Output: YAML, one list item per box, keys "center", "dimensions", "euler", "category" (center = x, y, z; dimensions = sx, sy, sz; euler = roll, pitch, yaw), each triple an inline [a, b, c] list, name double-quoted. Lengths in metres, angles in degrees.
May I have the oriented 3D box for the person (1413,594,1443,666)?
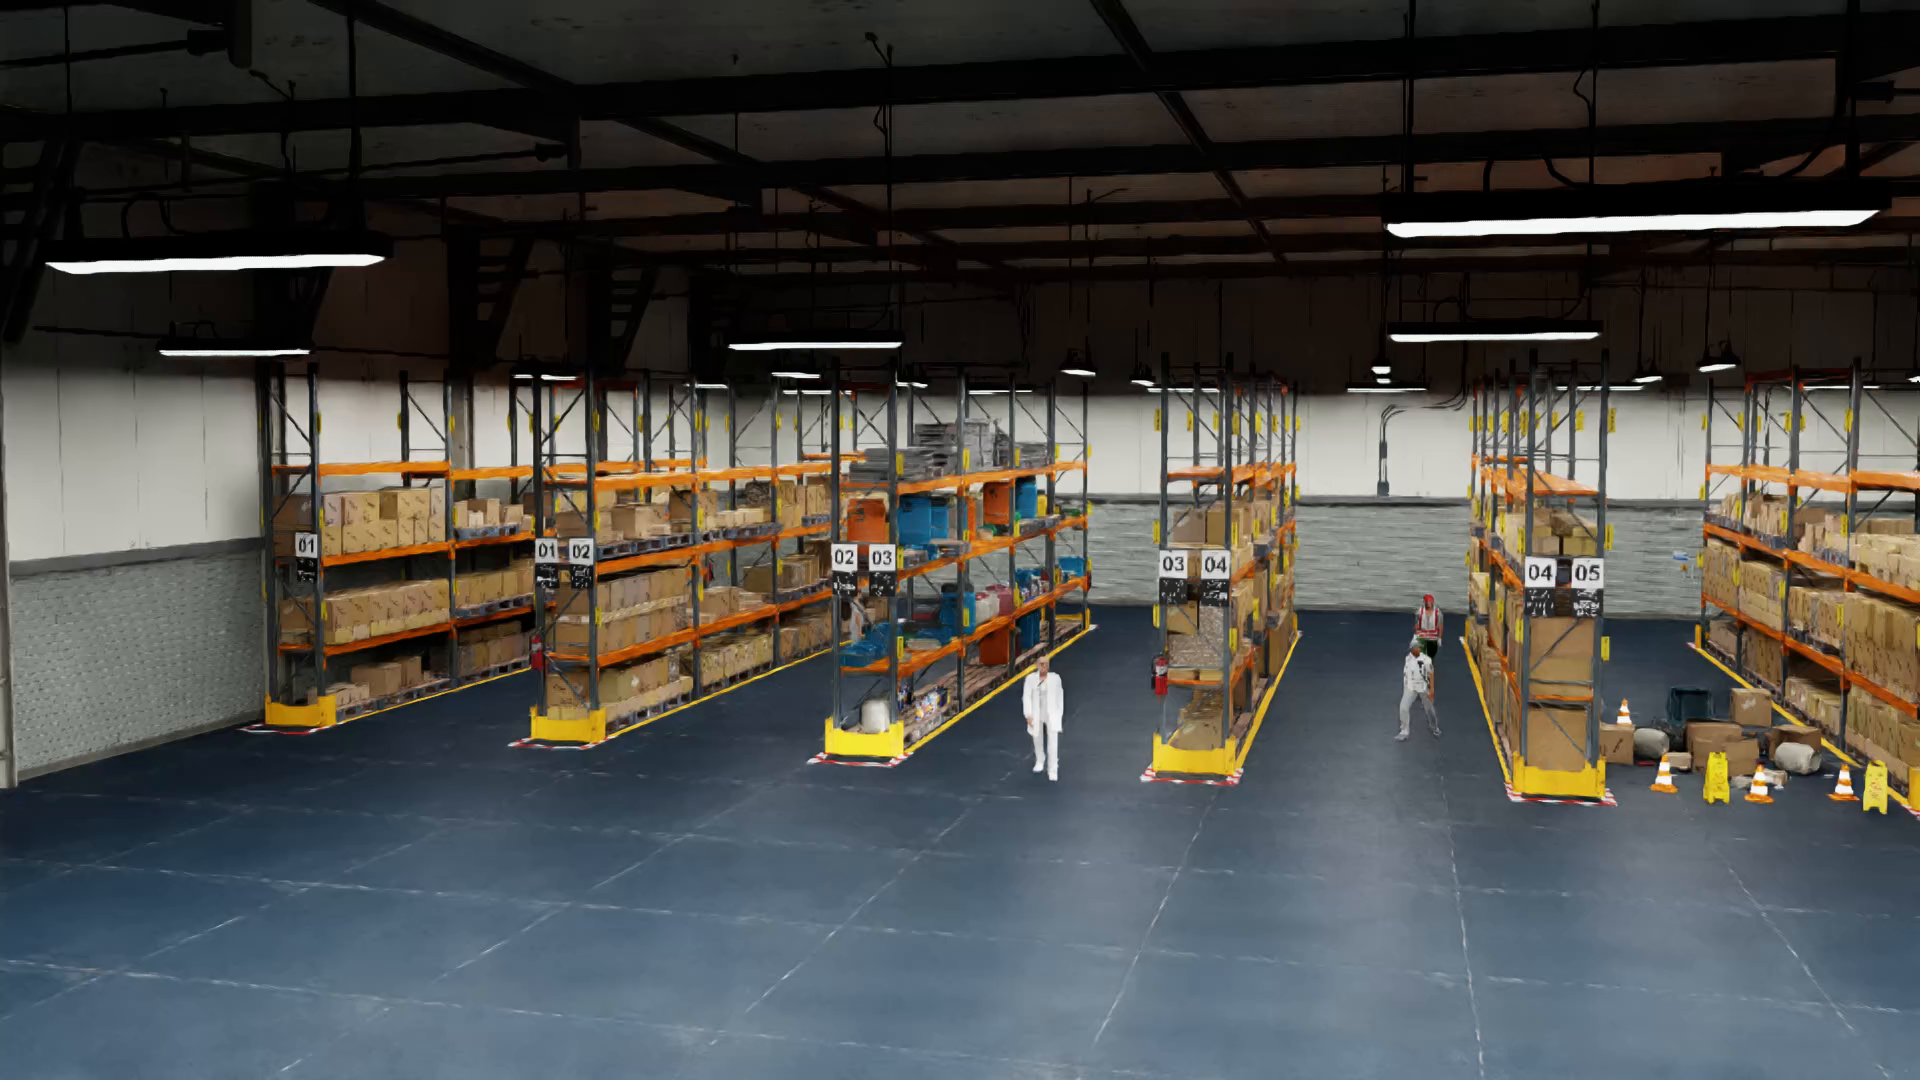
- center: [9.029, 1.879, 32.059]
  dimensions: [0.550, 1.709, 1.128]
  euler: [1, 4, 13]
  category: "person"

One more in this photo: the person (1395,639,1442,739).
- center: [7.293, 2.346, 26.346]
  dimensions: [0.534, 1.598, 0.935]
  euler: [3, 5, 36]
  category: "person"

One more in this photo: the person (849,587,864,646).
- center: [-2.045, 1.777, 33.590]
  dimensions: [0.454, 1.659, 0.538]
  euler: [-1, 4, -11]
  category: "person"

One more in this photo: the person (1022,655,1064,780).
- center: [1.169, 2.479, 23.446]
  dimensions: [0.580, 1.715, 1.105]
  euler: [0, 4, 6]
  category: "person"
